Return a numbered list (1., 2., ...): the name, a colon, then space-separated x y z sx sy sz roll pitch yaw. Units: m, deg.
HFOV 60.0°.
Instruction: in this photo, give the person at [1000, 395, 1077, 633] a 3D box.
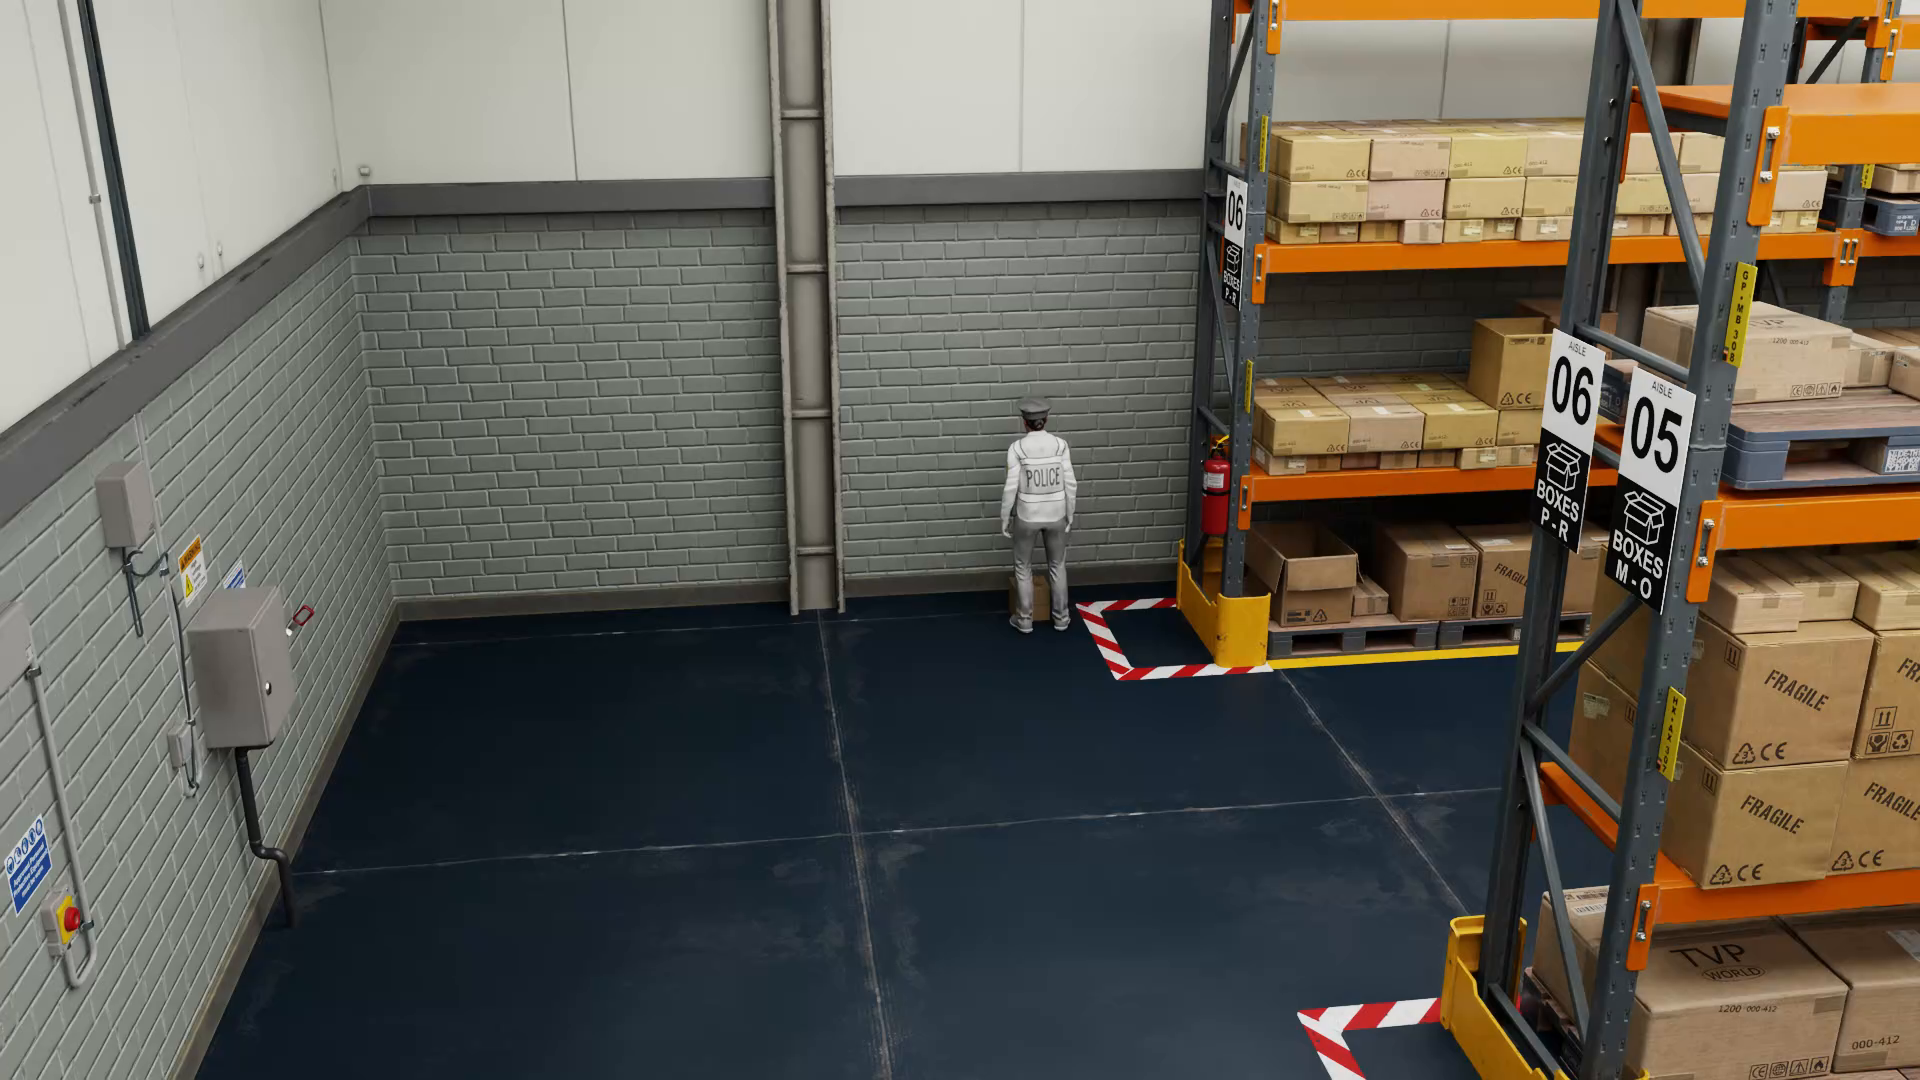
1. person: 0.540 -0.157 11.498 0.540 1.662 0.374 -4 21 -11
